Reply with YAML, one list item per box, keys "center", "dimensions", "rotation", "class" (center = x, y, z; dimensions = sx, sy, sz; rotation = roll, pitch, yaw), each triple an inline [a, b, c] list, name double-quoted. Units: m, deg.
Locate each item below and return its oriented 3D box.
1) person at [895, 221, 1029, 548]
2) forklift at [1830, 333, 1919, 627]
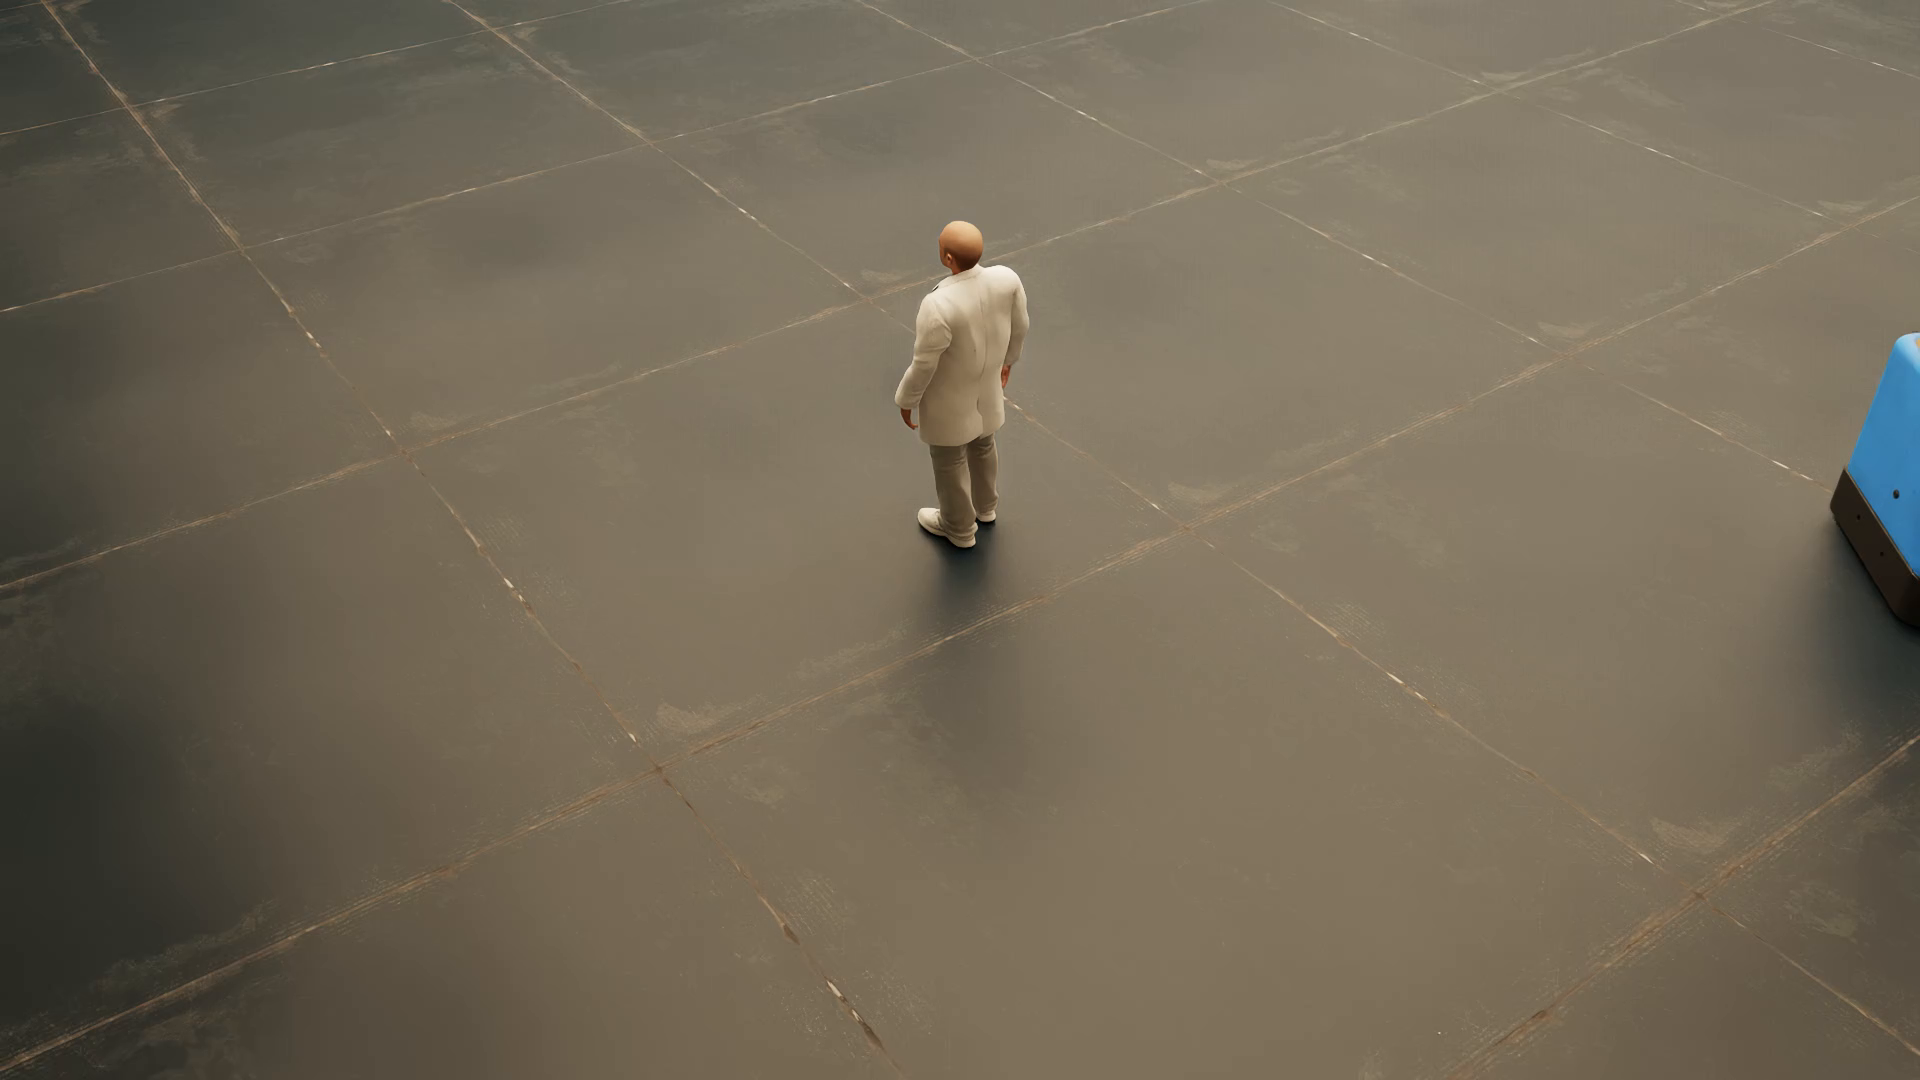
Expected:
- center: [-0.048, -0.766, 7.938]
  dimensions: [0.696, 1.776, 0.581]
  rotation: [-23, 42, -28]
  class: "person"
- center: [5.934, -0.969, 7.255]
  dimensions: [3.031, 2.935, 1.130]
  rotation: [2, 37, 3]
  class: "forklift"
